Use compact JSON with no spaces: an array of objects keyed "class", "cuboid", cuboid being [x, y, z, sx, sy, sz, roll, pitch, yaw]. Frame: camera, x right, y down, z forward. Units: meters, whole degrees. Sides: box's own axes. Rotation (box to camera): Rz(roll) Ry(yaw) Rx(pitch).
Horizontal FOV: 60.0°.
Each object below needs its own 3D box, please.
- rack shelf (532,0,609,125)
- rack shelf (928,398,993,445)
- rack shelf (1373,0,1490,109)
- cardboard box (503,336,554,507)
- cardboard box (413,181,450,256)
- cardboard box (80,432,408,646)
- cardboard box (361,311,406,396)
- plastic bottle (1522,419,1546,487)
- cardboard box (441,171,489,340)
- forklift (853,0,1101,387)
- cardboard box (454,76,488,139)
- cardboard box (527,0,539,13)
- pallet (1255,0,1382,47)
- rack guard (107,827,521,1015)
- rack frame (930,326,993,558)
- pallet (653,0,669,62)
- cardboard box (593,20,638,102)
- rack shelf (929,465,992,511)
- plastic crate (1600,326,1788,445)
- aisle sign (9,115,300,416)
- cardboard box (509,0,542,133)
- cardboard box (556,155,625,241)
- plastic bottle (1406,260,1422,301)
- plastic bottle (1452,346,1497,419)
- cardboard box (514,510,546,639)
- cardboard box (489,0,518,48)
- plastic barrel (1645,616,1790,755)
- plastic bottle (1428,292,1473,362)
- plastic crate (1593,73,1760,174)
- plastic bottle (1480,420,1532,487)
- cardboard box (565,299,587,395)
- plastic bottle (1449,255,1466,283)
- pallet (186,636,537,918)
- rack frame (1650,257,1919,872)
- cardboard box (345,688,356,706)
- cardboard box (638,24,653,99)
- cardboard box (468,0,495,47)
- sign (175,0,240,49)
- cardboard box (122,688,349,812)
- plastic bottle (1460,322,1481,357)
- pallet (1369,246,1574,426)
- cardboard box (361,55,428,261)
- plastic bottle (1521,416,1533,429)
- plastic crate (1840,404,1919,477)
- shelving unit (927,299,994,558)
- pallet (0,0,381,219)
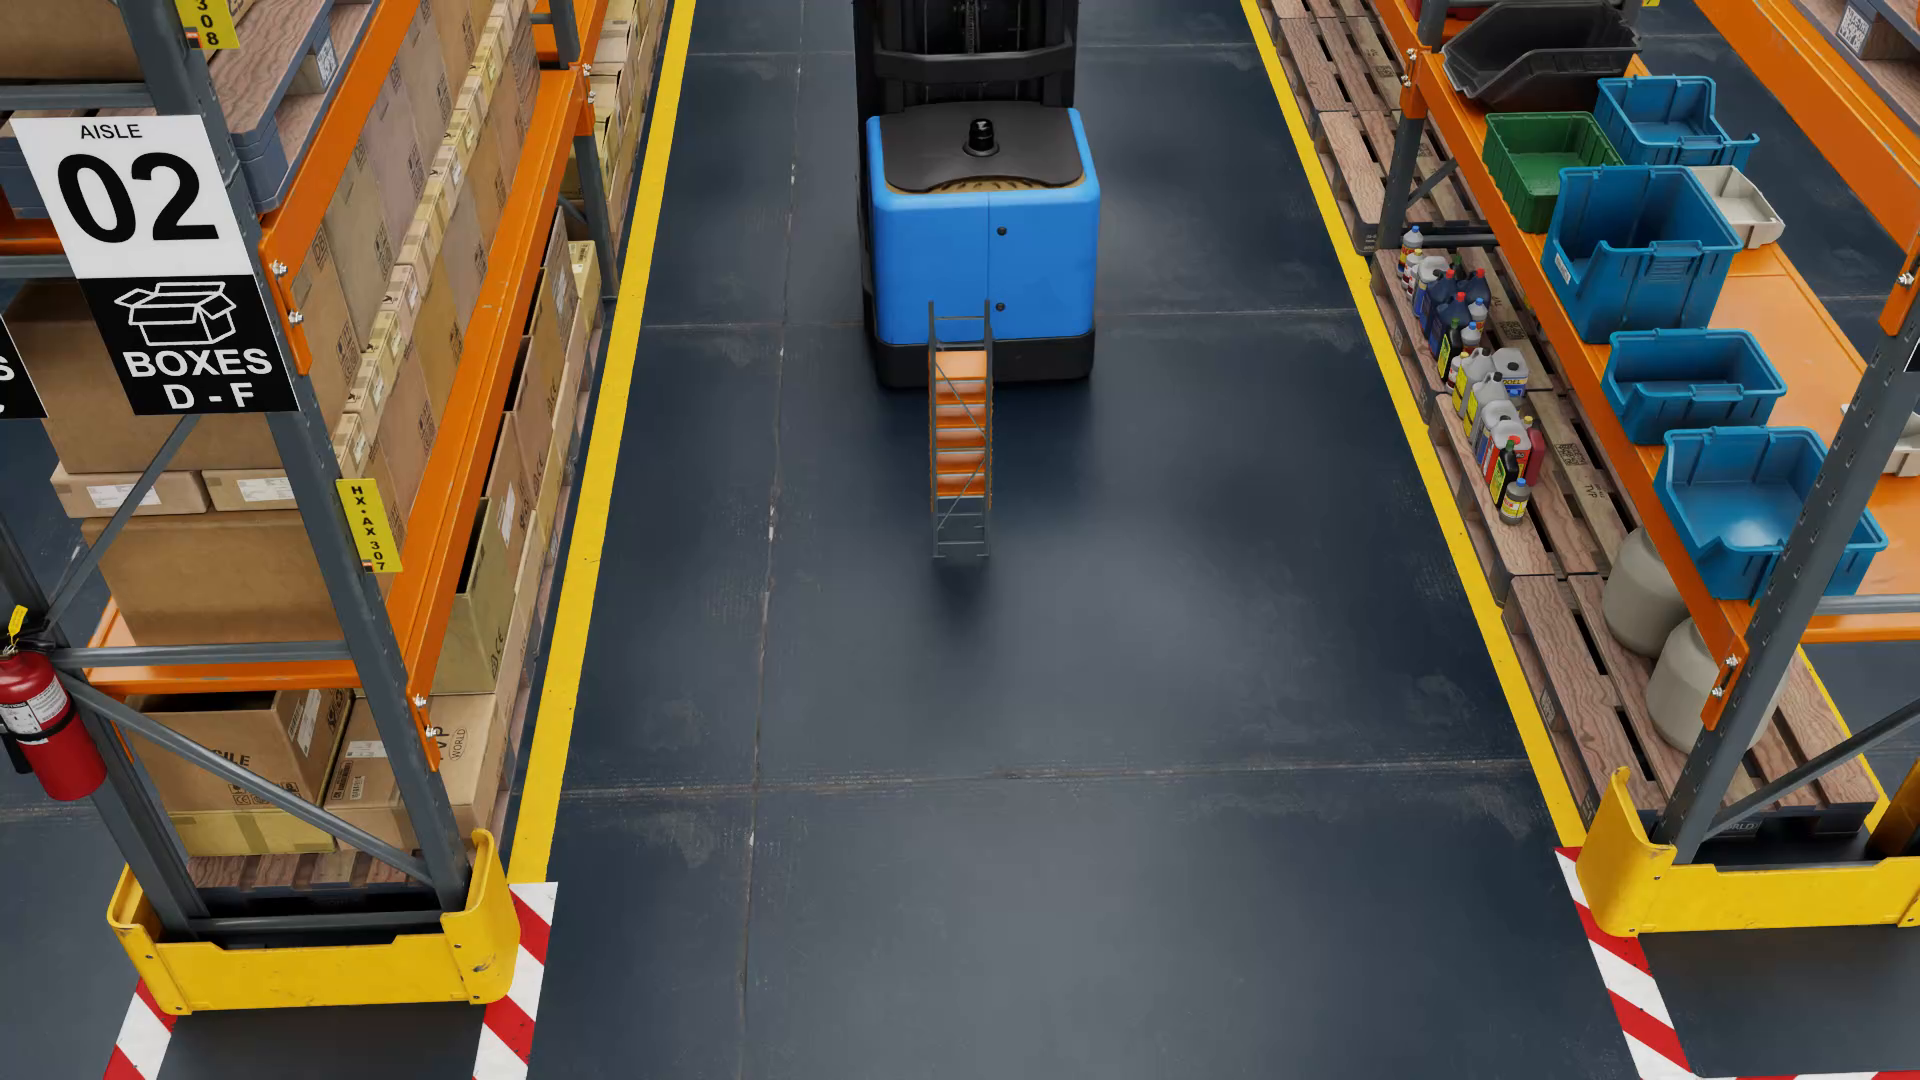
[{"class":"rack shelf","cuboid":[-2.360,-3.460,9.337,1.077,0.370,4.000,-2,43,-2]},{"class":"rack shelf","cuboid":[0.001,-0.488,6.783,0.258,0.103,0.180,-2,43,-2]},{"class":"rack shelf","cuboid":[2.589,-3.600,9.489,1.077,0.370,4.000,-2,43,-2]},{"class":"cardboard box","cuboid":[-1.966,-0.473,6.716,0.500,0.500,0.500,-2,43,-2]},{"class":"cardboard box","cuboid":[-1.963,-1.091,5.666,0.380,0.149,0.250,-2,43,-2]},{"class":"cardboard box","cuboid":[-2.112,-0.027,4.985,0.700,0.500,0.500,-2,43,-2]},{"class":"cardboard box","cuboid":[-1.929,-0.568,5.096,0.380,0.149,0.250,-1,43,-2]},{"class":"plastic bottle","cuboid":[2.451,-0.377,7.126,0.061,0.283,0.133,-2,43,-2]},{"class":"cardboard box","cuboid":[-2.180,-1.072,6.126,0.700,0.500,0.500,0,43,-1]},{"class":"forklift","cuboid":[0.006,-2.801,8.136,1.130,2.935,3.031,-3,43,-3]},{"class":"cardboard box","cuboid":[-1.997,-1.616,6.239,0.380,0.149,0.250,-1,43,-1]},{"class":"cardboard box","cuboid":[-2.339,-2.651,8.033,0.500,0.250,0.500,1,43,1]},{"class":"pallet","cuboid":[2.499,-3.663,11.090,1.003,0.211,1.213,-2,43,-2]},{"class":"rack guard","cuboid":[-2.104,1.263,5.502,1.175,0.500,0.348,-2,43,-2]},{"class":"rack frame","cuboid":[0.005,-0.371,6.767,0.240,1.200,0.006,-2,43,-2]},{"class":"pallet","cuboid":[-2.449,-3.490,10.902,1.003,0.211,1.213,-2,43,-2]},{"class":"cardboard box","cuboid":[-2.083,-2.696,9.281,0.500,0.311,0.500,-3,43,-3]},{"class":"rack shelf","cuboid":[0.001,-0.223,7.026,0.258,0.103,0.180,-2,43,-2]},{"class":"plastic crate","cuboid":[2.502,-0.527,5.715,0.499,0.251,0.408,-2,43,-2]},{"class":"aisle sign","cuboid":[-1.796,-0.597,3.758,0.394,0.787,0.004,-2,43,-2]},{"class":"cardboard box","cuboid":[-2.250,-2.112,7.261,0.700,0.500,0.500,-3,43,-3]},{"class":"cardboard box","cuboid":[-2.044,-1.795,8.713,0.500,0.250,0.500,-3,43,-3]},{"class":"plastic bottle","cuboid":[2.259,-1.280,8.172,0.097,0.201,0.097,0,43,0]},{"class":"plastic bottle","cuboid":[2.320,-0.729,7.460,0.144,0.351,0.185,-2,43,-2]},{"class":"cardboard box","cuboid":[-1.951,0.141,6.601,0.500,0.250,0.500,-2,43,-2]},{"class":"cardboard box","cuboid":[-2.027,-2.130,6.800,0.380,0.149,0.250,-3,43,-3]},{"class":"plastic barrel","cuboid":[2.740,0.506,6.008,0.421,0.512,0.421,0,43,0]},{"class":"plastic bottle","cuboid":[2.302,-1.016,7.773,0.144,0.351,0.185,-3,43,-4]},{"class":"plastic crate","cuboid":[2.993,-1.720,7.017,0.499,0.251,0.616,-2,43,-2]},{"class":"plastic bottle","cuboid":[2.345,-0.370,7.124,0.152,0.276,0.135,-1,43,-1]},{"class":"cardboard box","cuboid":[-2.025,-0.871,7.705,0.500,0.250,0.500,-2,43,-2]},{"class":"plastic bottle","cuboid":[2.397,-1.234,8.061,0.061,0.283,0.133,-2,43,-2]},{"class":"pallet","cuboid":[-2.179,0.838,6.179,1.003,0.211,1.213,-2,43,-2]},{"class":"rack frame","cuboid":[2.844,0.186,4.827,1.000,3.000,0.127,-2,43,-2]},{"class":"cardboard box","cuboid":[-2.456,0.494,6.216,0.500,0.250,0.500,-2,43,-2]},{"class":"cardboard box","cuboid":[-2.110,-2.834,9.846,0.500,0.250,0.500,-1,43,-1]},{"class":"cardboard box","cuboid":[-2.227,-2.250,6.450,0.700,0.500,0.500,-2,43,-2]},{"class":"sign","cuboid":[-1.550,-1.144,3.352,0.100,0.325,0.005,-2,43,-2]},{"class":"cardboard box","cuboid":[-2.425,0.554,5.594,0.500,0.500,0.500,-2,43,-2]},{"class":"plastic bottle","cuboid":[2.346,-0.888,7.693,0.097,0.271,0.097,0,43,0]},{"class":"pallet","cuboid":[2.661,-1.032,8.220,1.003,0.211,1.213,-2,43,-2]},{"class":"cardboard box","cuboid":[-2.164,-1.236,5.344,0.700,0.500,0.500,-1,43,-2]},{"class":"plastic bottle","cuboid":[2.463,-0.453,7.269,0.097,0.201,0.097,0,43,0]},{"class":"plastic crate","cuboid":[3.128,-0.330,5.586,0.298,0.136,0.250,-2,43,-2]},{"class":"shelving unit","cuboid":[0.001,-0.433,6.834,0.258,1.200,0.189,-2,43,-2]},{"class":"pallet","cuboid":[-2.109,-1.226,4.213,1.003,0.211,1.213,-2,43,-2]}]
